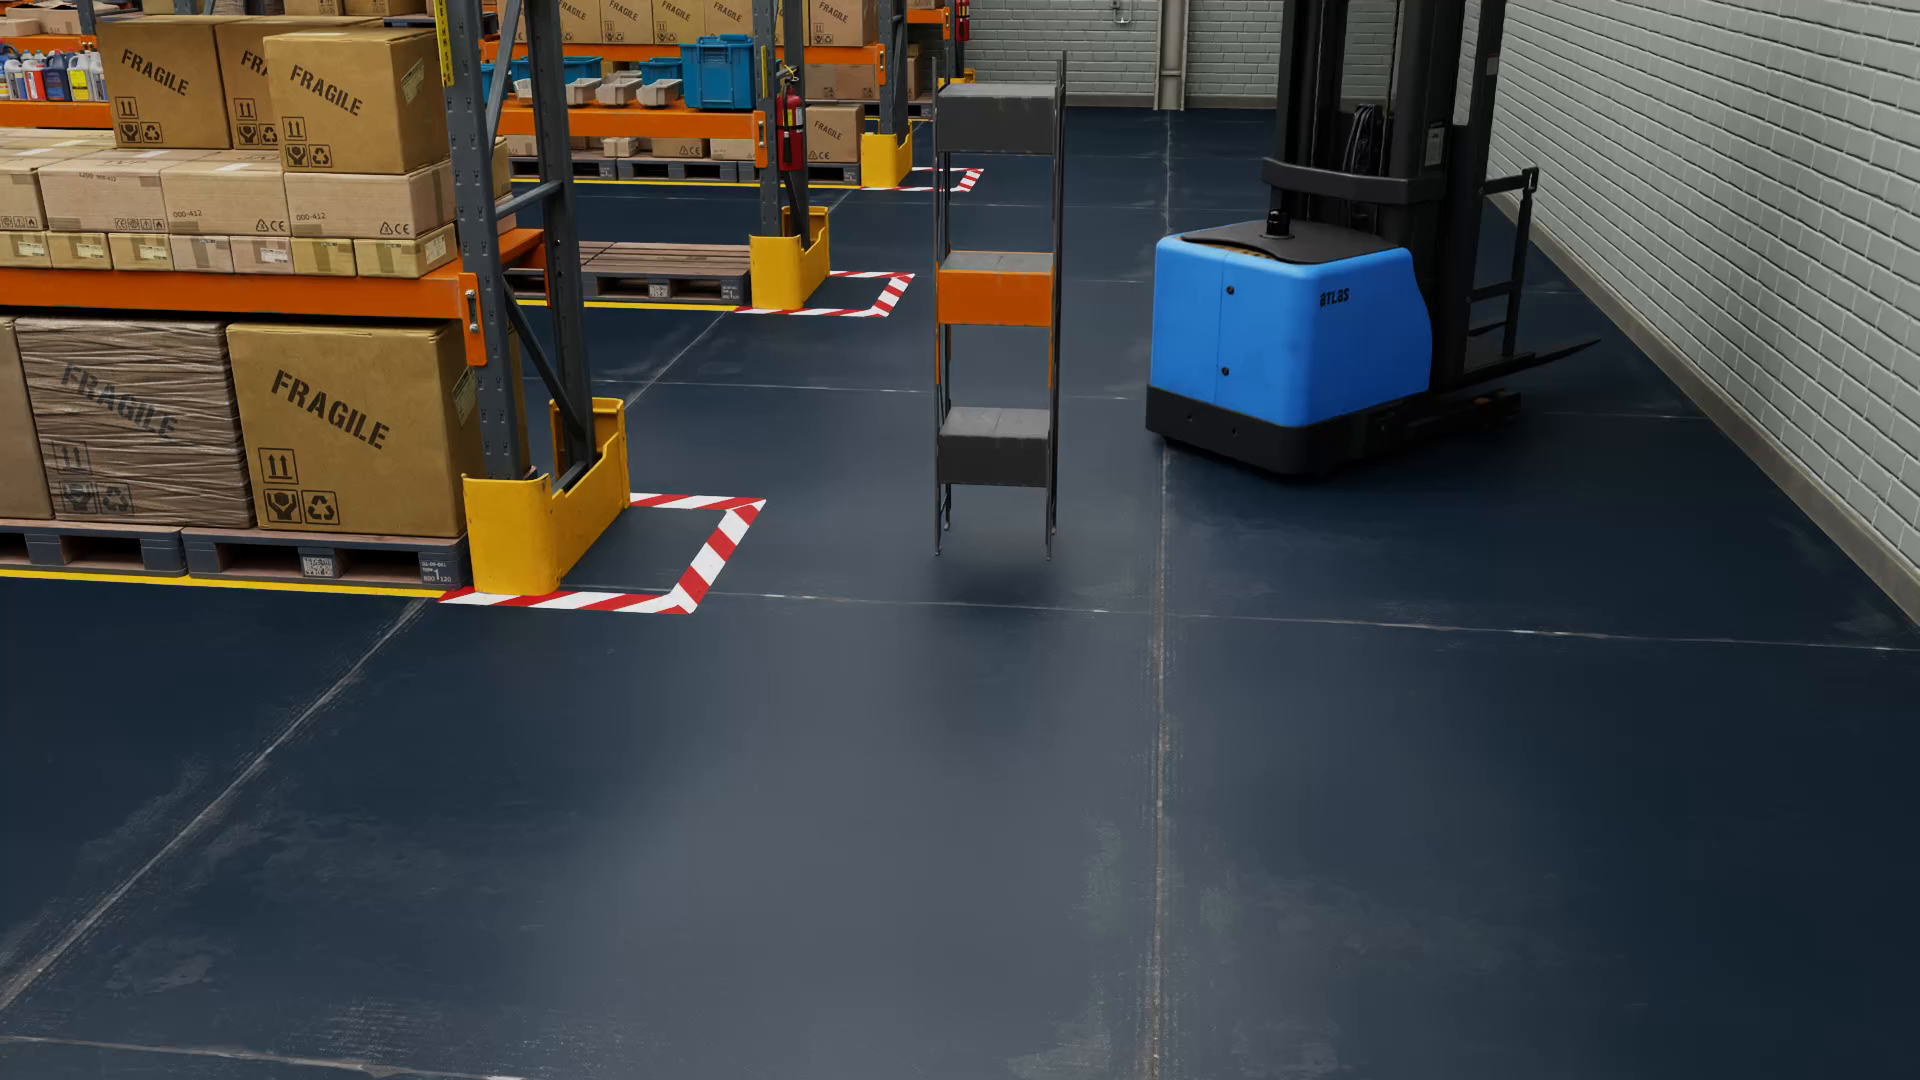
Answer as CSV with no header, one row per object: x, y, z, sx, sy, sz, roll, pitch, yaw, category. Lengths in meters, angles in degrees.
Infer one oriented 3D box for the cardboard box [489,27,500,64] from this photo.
-5.581,-6.194,21.380,0.750,0.750,0.750,3,22,8,cardboard box

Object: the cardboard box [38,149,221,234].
-3.336,-1.419,6.748,0.500,0.250,0.500,2,22,4,cardboard box

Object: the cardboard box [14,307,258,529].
-3.363,-0.627,7.264,0.875,0.875,0.875,2,22,6,cardboard box

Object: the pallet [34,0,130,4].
-11.240,-7.151,21.709,1.213,0.211,1.003,2,22,6,pallet

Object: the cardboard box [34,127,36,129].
-9.140,-4.195,17.140,0.500,0.250,0.500,3,22,8,cardboard box

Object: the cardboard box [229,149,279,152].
-2.776,-1.590,7.181,0.500,0.250,0.500,2,22,6,cardboard box

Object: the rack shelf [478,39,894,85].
-2.631,-4.751,16.354,4.000,0.370,1.077,2,22,6,rack shelf

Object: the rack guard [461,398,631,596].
-1.790,-0.218,7.312,0.348,0.500,1.175,2,22,6,rack guard

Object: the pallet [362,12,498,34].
-5.398,-5.157,16.665,1.213,0.211,1.003,2,22,6,pallet

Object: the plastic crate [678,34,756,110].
-1.586,-3.181,11.276,0.499,0.435,0.616,2,22,6,plastic crate

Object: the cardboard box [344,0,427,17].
-5.751,-5.522,16.621,0.500,0.500,0.700,6,22,15,cardboard box

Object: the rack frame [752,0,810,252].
-1.231,-3.190,11.429,0.127,3.000,1.000,2,22,6,rack frame

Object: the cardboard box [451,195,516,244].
-2.128,-1.401,7.245,0.250,0.149,0.380,3,22,7,cardboard box

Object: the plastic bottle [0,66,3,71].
-6.861,-3.258,11.770,0.135,0.276,0.152,2,22,6,plastic bottle

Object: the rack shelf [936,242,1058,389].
0.164,-0.957,7.041,0.480,0.518,0.431,2,22,6,rack shelf

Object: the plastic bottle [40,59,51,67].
-6.500,-3.286,11.848,0.097,0.271,0.097,0,22,0,plastic bottle

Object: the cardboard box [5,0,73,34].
-9.455,-5.413,17.172,0.500,0.311,0.500,2,22,6,cardboard box

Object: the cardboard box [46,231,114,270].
-3.479,-1.215,6.775,0.250,0.149,0.380,3,22,6,cardboard box

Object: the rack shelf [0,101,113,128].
-7.190,-3.115,12.218,4.000,0.370,1.077,2,22,6,rack shelf

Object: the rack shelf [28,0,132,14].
-9.996,-6.905,21.805,4.000,0.370,1.077,2,22,6,rack shelf

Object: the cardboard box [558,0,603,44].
-3.634,-5.076,16.062,0.500,0.500,0.500,3,22,7,cardboard box

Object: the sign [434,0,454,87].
-1.892,-1.833,6.099,0.005,0.325,0.100,2,22,6,sign

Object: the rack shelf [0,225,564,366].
-3.800,-1.134,7.206,4.000,0.370,1.077,2,22,6,rack shelf

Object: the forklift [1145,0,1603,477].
2.434,-2.097,8.757,3.031,2.935,1.130,-17,27,-36,forklift

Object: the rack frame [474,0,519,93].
-4.617,-5.172,16.441,0.127,3.000,1.000,2,22,6,rack frame

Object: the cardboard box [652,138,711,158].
-2.751,-4.136,16.618,0.637,0.503,0.797,2,22,6,cardboard box

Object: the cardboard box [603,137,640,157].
-3.365,-3.928,16.550,0.250,0.166,0.380,2,22,6,cardboard box

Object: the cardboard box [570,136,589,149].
-4.018,-4.293,17.019,0.500,0.500,0.500,2,22,6,cardboard box

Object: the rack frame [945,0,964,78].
-0.065,-6.807,20.578,0.127,3.000,1.000,2,22,6,rack frame

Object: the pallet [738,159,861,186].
-1.512,-3.739,16.611,1.213,0.211,1.003,2,22,6,pallet

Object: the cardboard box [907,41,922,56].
-0.625,-6.203,20.997,0.250,0.149,0.380,3,22,7,cardboard box

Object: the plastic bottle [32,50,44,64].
-6.880,-3.528,12.458,0.097,0.271,0.097,0,22,0,plastic bottle

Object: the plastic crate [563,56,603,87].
-2.745,-3.328,11.924,0.300,0.233,0.416,2,22,6,plastic crate

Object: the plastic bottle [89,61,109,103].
-5.996,-3.220,11.675,0.135,0.276,0.152,2,22,6,plastic bottle

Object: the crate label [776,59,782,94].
-1.438,-3.271,11.780,0.303,0.233,0.416,2,22,6,crate label

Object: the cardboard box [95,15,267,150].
-3.271,-1.960,7.098,0.500,0.500,0.500,2,22,5,cardboard box

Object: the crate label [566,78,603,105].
-2.628,-3.086,11.442,0.243,0.136,0.396,2,22,6,crate label

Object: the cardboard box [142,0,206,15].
-7.950,-5.600,16.818,0.500,0.500,0.700,-5,22,-12,cardboard box

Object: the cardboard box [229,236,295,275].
-2.715,-1.182,6.692,0.250,0.149,0.380,3,22,6,cardboard box

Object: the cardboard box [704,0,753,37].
-2.132,-5.010,15.896,0.500,0.500,0.500,3,22,7,cardboard box

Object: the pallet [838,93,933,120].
-0.869,-5.516,21.106,1.213,0.211,1.003,2,22,6,pallet

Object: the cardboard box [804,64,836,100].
-1.769,-5.877,21.054,0.500,0.500,0.700,2,22,5,cardboard box

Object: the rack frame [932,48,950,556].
-0.078,-0.980,7.062,0.015,2.100,0.400,2,22,6,rack frame

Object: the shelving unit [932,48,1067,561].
0.164,-0.969,7.036,0.503,2.100,0.431,2,22,6,shelving unit

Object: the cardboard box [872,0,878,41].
-1.054,-5.160,16.277,0.500,0.500,0.500,3,22,7,cardboard box

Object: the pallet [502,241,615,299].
-3.254,-1.997,12.204,1.213,0.211,1.003,2,22,6,pallet

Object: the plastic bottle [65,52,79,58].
-6.556,-3.449,12.253,0.135,0.276,0.152,2,22,6,plastic bottle

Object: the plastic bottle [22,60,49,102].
-6.497,-3.242,11.730,0.135,0.276,0.152,2,22,6,plastic bottle

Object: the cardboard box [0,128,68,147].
-4.296,-1.657,7.350,0.500,0.250,0.500,3,22,7,cardboard box

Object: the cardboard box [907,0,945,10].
-0.573,-6.965,20.570,0.700,0.700,0.980,3,22,9,cardboard box
